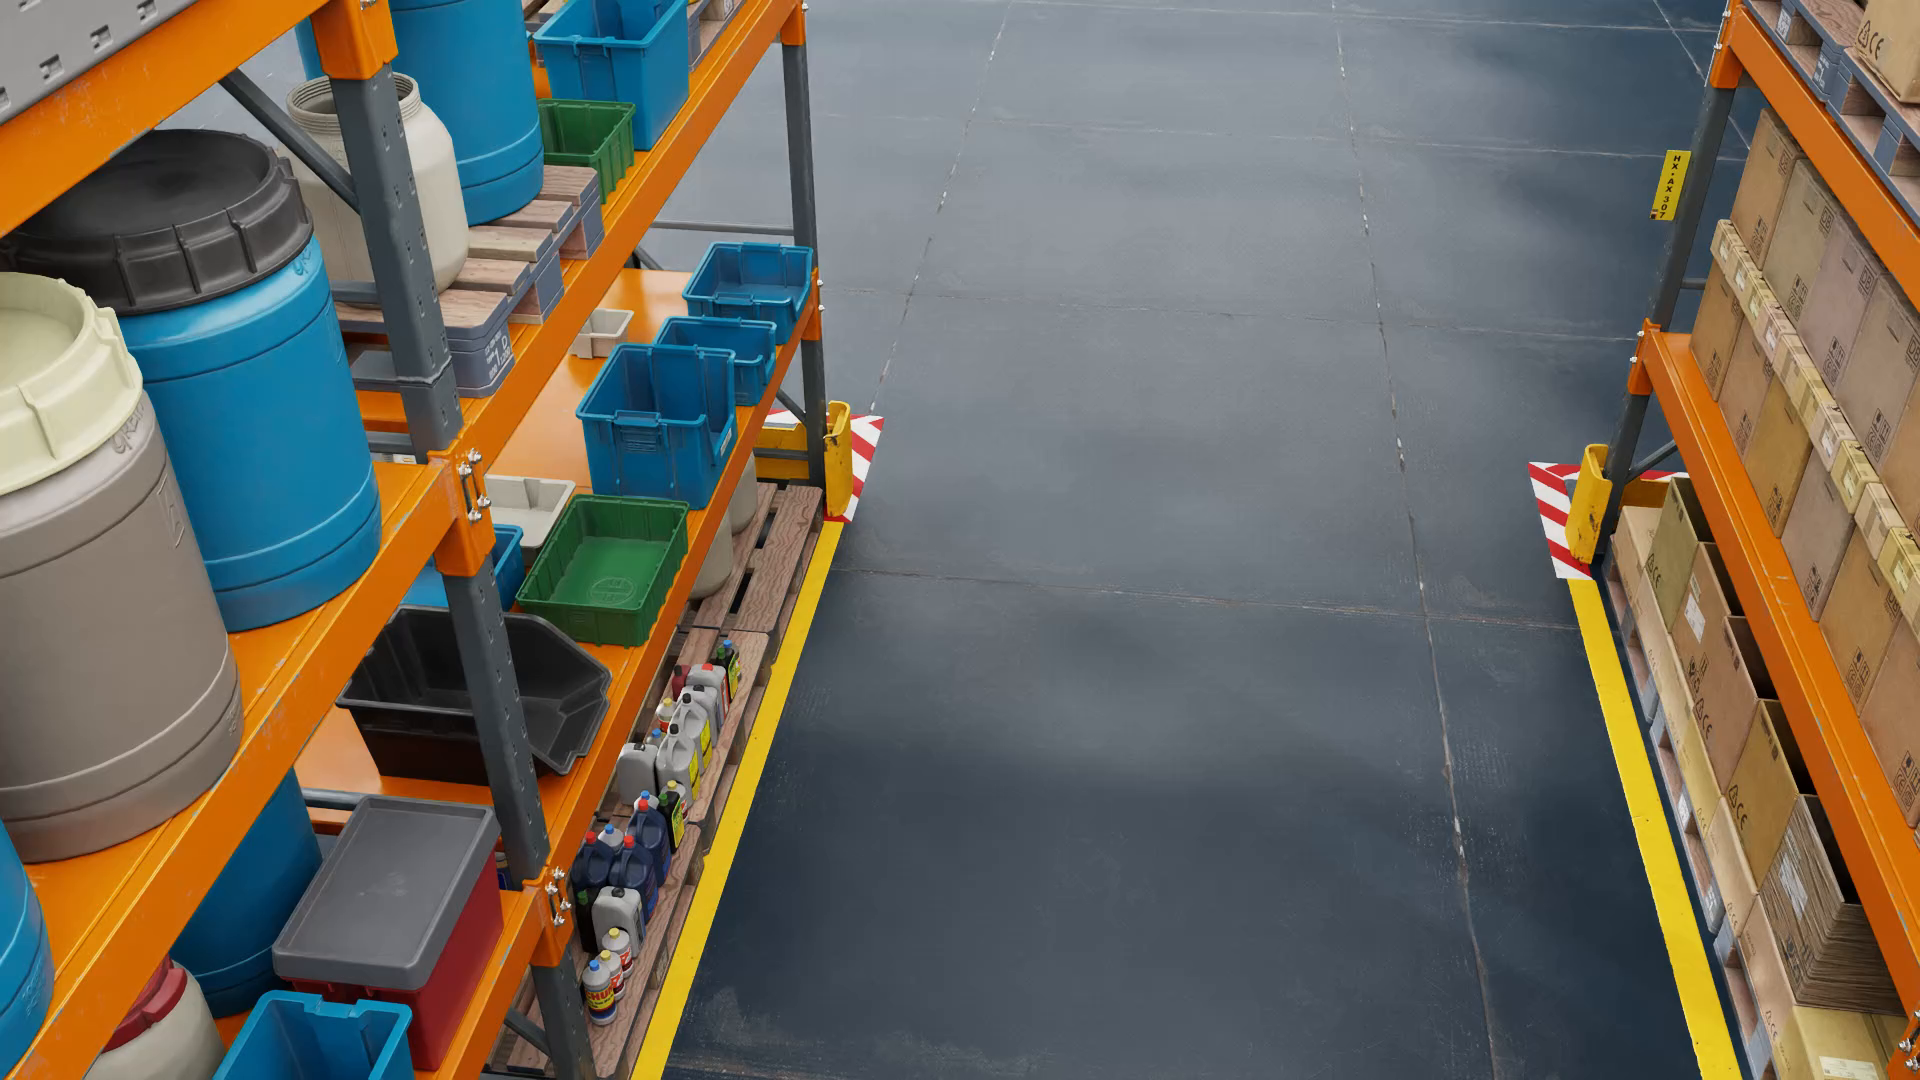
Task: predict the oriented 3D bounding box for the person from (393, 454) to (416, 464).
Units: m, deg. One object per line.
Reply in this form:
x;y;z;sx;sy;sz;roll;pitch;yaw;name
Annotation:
-2.563;-0.444;8.254;0.579;1.100;0.939;-17;39;-22;person
